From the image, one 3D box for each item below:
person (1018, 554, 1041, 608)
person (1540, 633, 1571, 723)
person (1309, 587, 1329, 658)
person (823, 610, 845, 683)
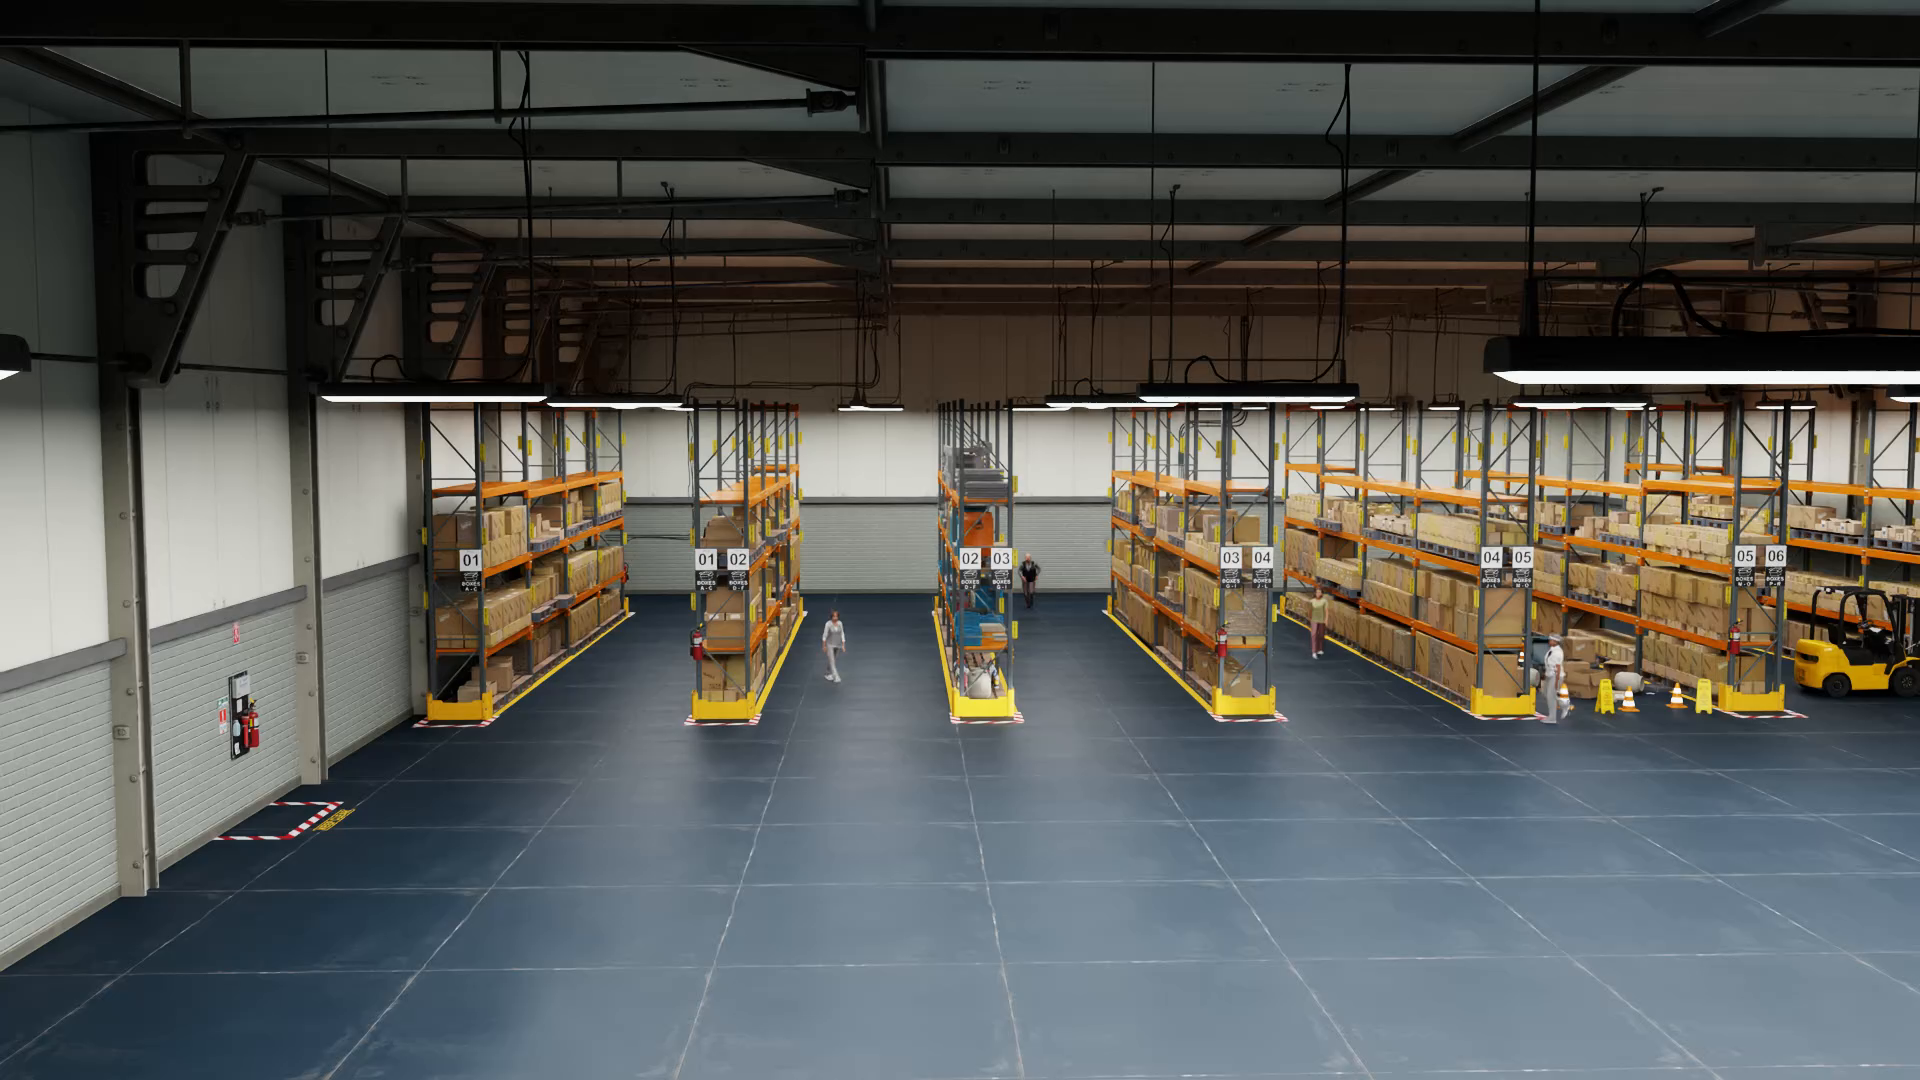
[{"bbox_3d":[2.040,1.202,48.837,0.689,1.631,0.718,0,4,6],"label":"person"},{"bbox_3d":[11.031,2.538,30.711,0.619,1.665,0.453,0,4,-3],"label":"person"},{"bbox_3d":[8.435,1.925,39.070,0.459,1.612,0.986,1,4,13],"label":"person"},{"bbox_3d":[-2.655,2.264,35.240,0.430,1.516,1.021,-3,5,-34],"label":"person"}]
